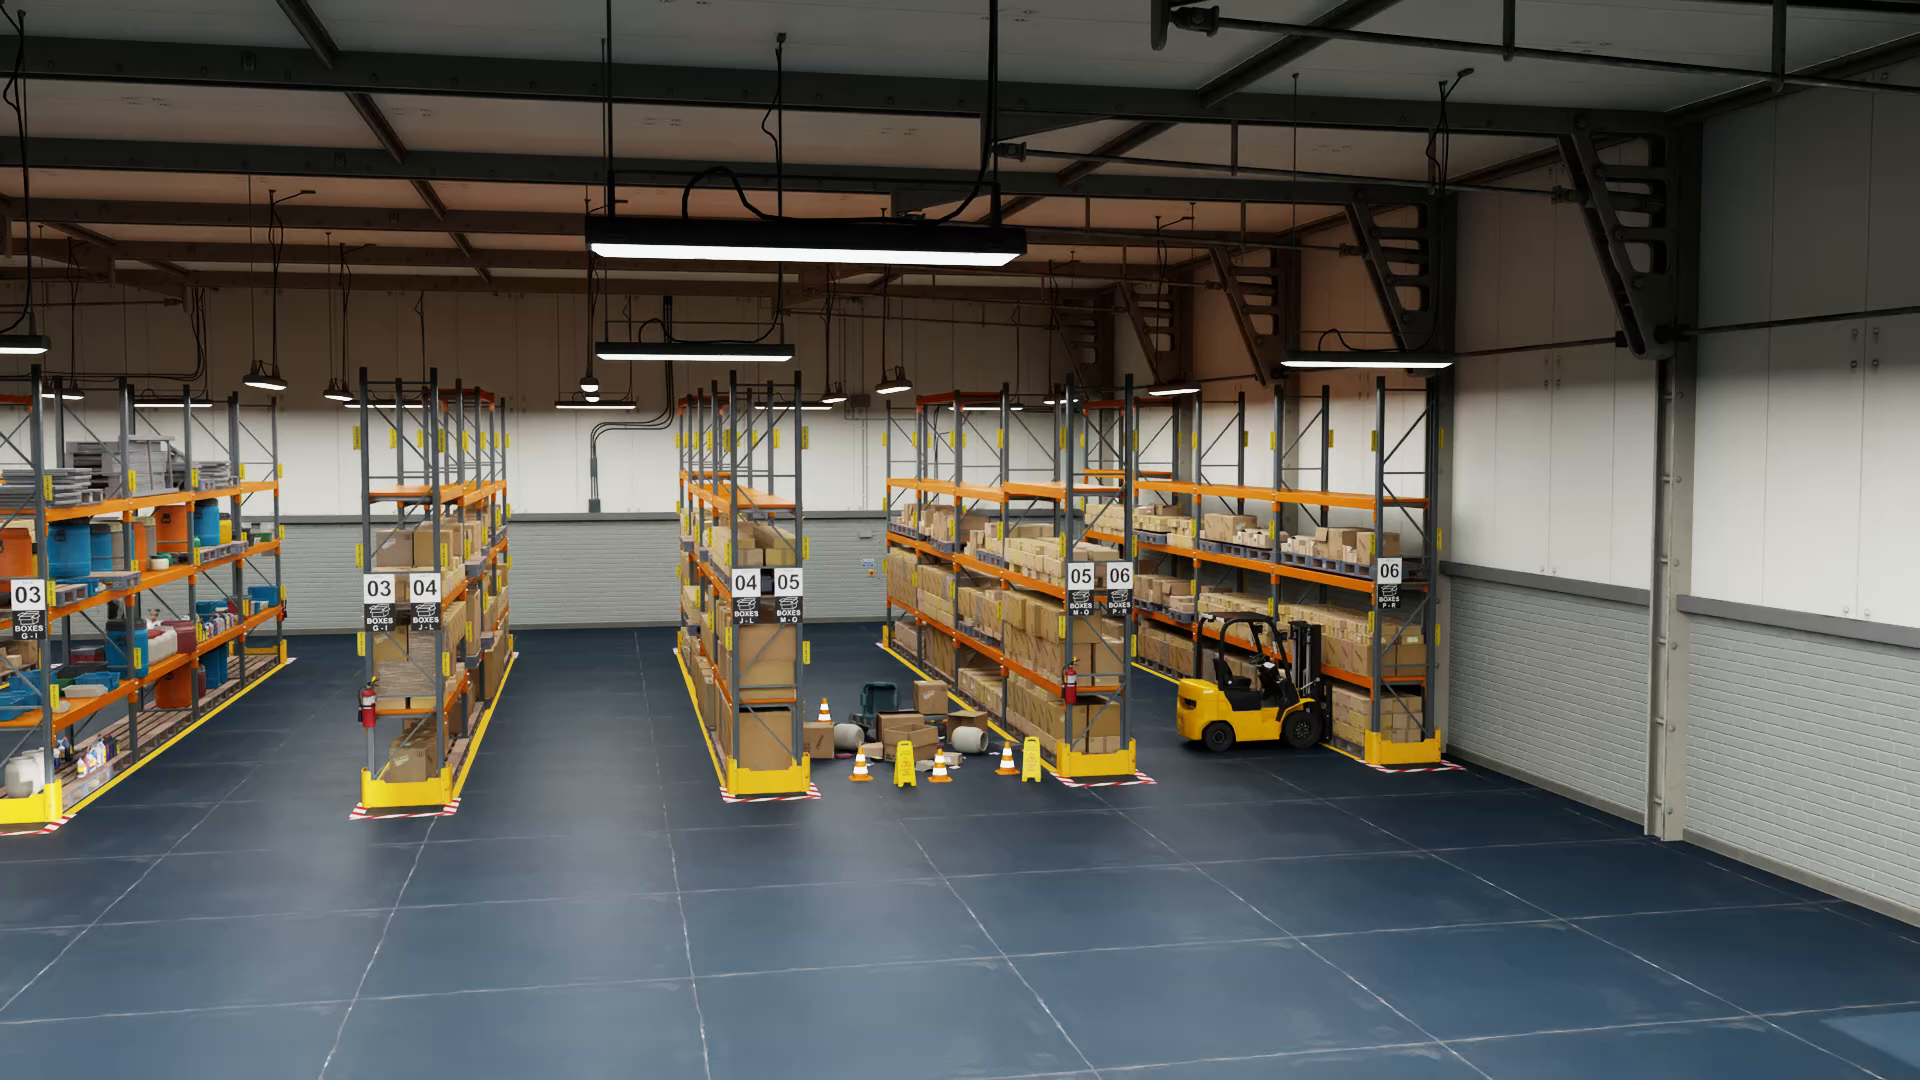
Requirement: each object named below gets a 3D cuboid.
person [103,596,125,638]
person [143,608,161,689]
[{"bbox_3d":[-19.531,1.845,38.476,0.556,1.716,0.493,3,5,44],"label":"person"},{"bbox_3d":[-16.405,2.177,33.762,0.462,1.600,1.014,0,3,3],"label":"person"}]
